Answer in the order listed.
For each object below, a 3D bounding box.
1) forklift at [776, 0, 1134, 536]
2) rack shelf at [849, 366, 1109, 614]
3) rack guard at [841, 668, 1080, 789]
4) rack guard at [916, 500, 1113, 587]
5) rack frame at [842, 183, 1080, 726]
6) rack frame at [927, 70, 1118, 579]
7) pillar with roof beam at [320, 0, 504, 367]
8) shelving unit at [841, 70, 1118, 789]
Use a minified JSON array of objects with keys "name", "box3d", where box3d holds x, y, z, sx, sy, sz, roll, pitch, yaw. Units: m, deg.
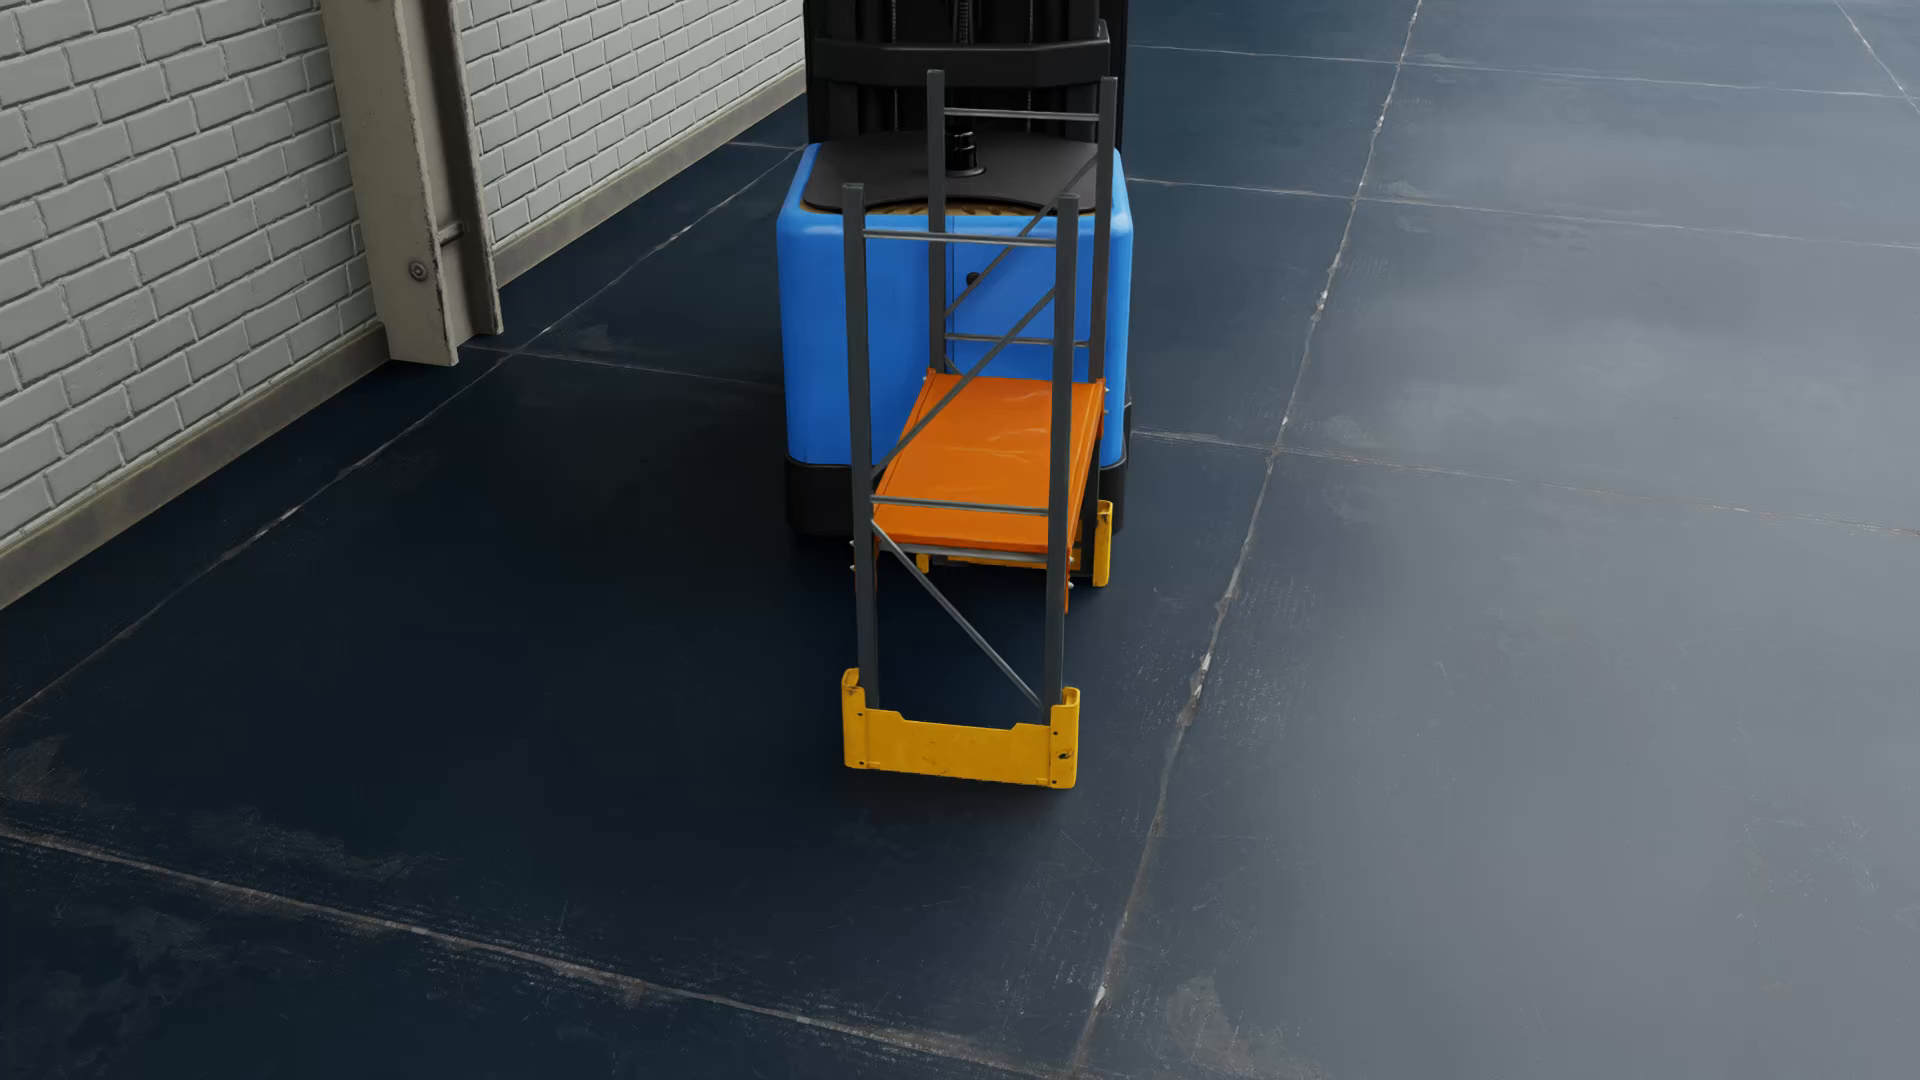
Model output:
[{"name":"forklift","box3d":[0.027,-1.960,5.758,1.130,2.935,3.031,1,29,2]},{"name":"rack shelf","box3d":[0.081,-0.163,4.370,0.538,0.185,1.000,4,29,8]},{"name":"rack guard","box3d":[0.000,0.470,4.149,0.587,0.250,0.087,4,29,8]},{"name":"rack guard","box3d":[0.159,-0.008,5.008,0.587,0.250,0.087,4,29,8]},{"name":"rack frame","box3d":[0.000,-0.076,3.844,0.500,1.500,0.032,4,29,8]},{"name":"rack frame","box3d":[0.162,-0.564,4.721,0.500,1.500,0.032,4,29,8]},{"name":"pillar with roof beam","box3d":[2.051,-4.106,3.374,9.100,9.000,0.400,8,30,15]},{"name":"shelving unit","box3d":[0.079,-0.316,4.275,0.587,1.500,1.083,4,29,8]}]
